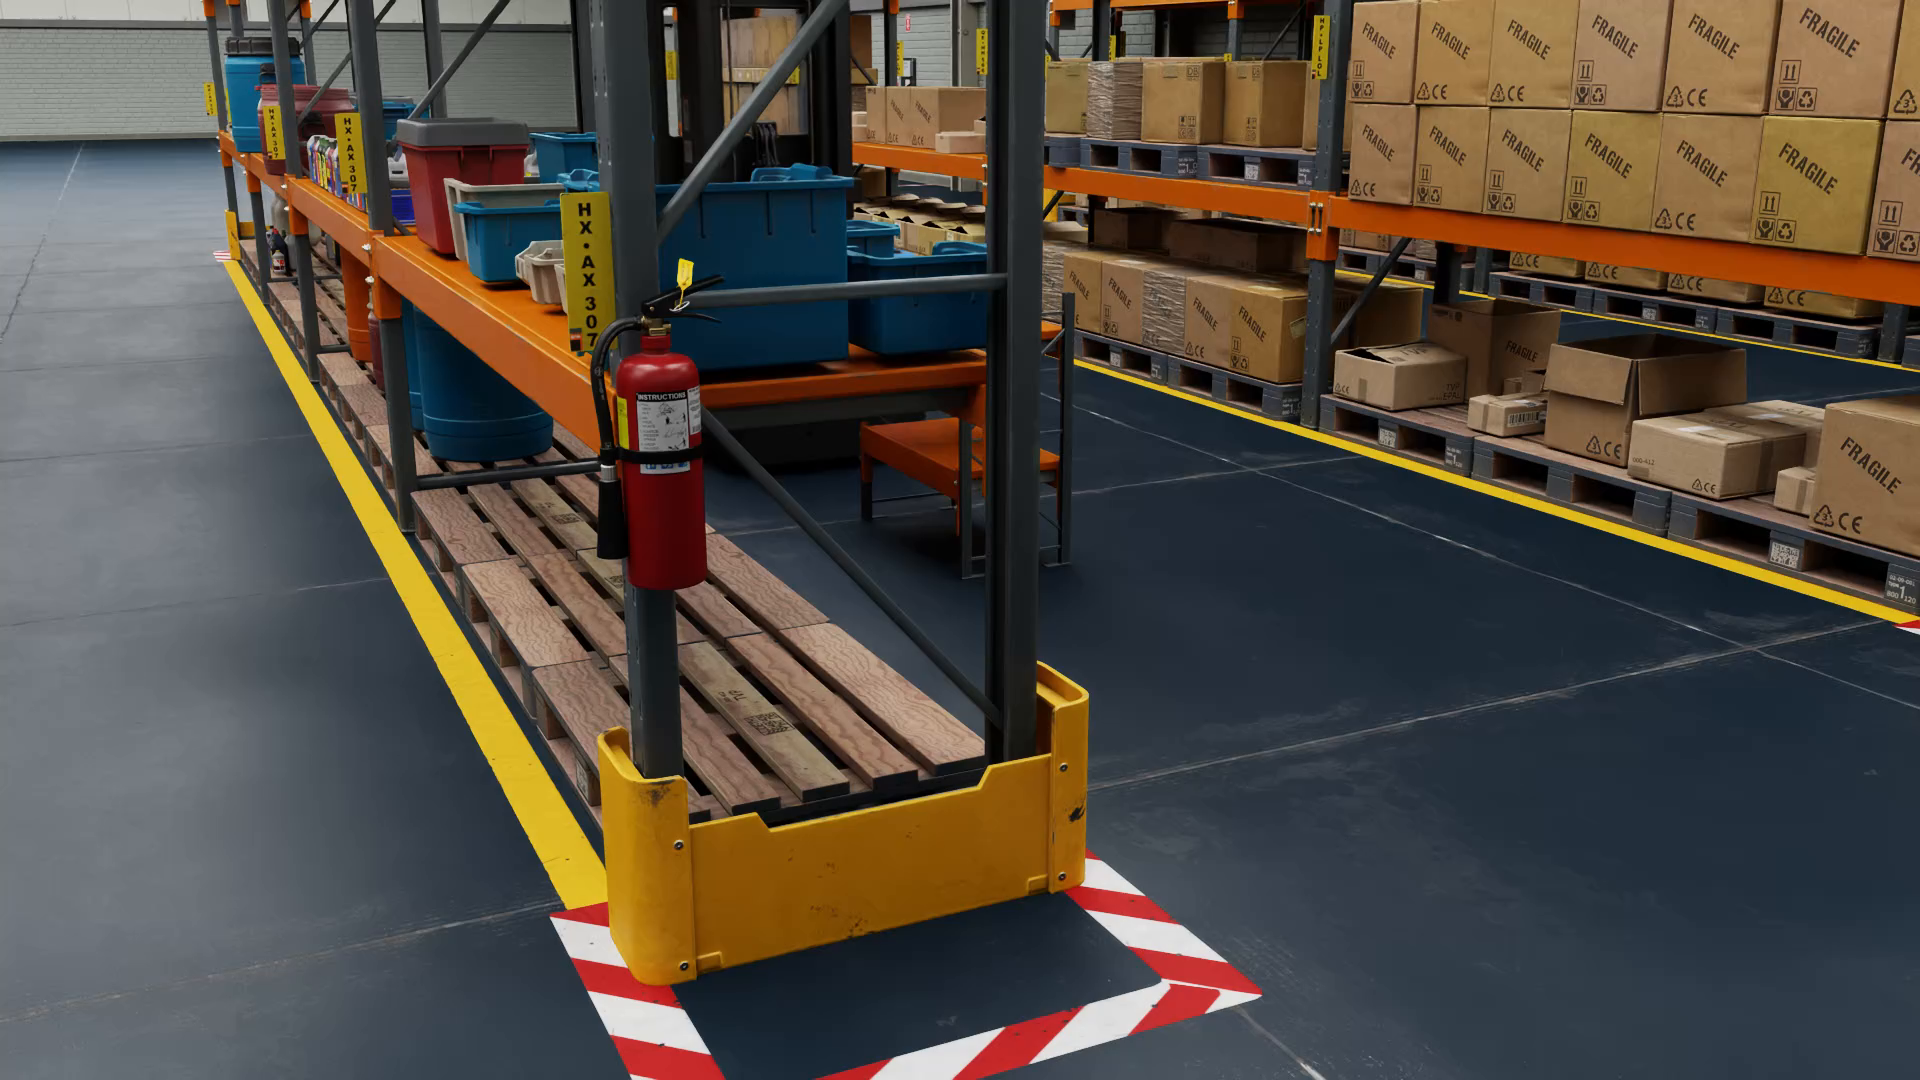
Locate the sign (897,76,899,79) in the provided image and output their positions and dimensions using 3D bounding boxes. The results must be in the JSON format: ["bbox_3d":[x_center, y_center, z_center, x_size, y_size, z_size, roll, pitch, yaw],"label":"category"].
[{"bbox_3d":[-1.134,-8.167,29.248,0.001,0.109,0.331,-8,18,-25],"label":"sign"}]

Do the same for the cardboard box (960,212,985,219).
[{"bbox_3d":[0.243,-2.700,14.428,0.500,0.311,0.500,-8,18,-26],"label":"cardboard box"}]

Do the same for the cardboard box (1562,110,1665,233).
[{"bbox_3d":[3.066,-1.649,7.377,0.500,0.500,0.500,-8,18,-26],"label":"cardboard box"}]

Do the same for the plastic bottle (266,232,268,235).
[{"bbox_3d":[-6.374,-2.719,15.426,0.152,0.276,0.135,-7,18,-24],"label":"plastic bottle"}]

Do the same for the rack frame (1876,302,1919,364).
[{"bbox_3d":[6.871,-2.736,11.349,1.000,3.000,0.127,-8,18,-25],"label":"rack frame"}]

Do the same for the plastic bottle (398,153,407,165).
[{"bbox_3d":[-2.602,-1.721,7.901,0.144,0.351,0.185,-8,18,-25],"label":"plastic bottle"}]

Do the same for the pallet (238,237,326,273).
[{"bbox_3d":[-6.865,-2.959,17.180,1.003,0.211,1.213,-8,18,-25],"label":"pallet"}]

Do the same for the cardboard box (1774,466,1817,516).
[{"bbox_3d":[3.616,-0.211,6.887,0.380,0.166,0.250,-8,18,-25],"label":"cardboard box"}]

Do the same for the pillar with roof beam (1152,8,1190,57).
[{"bbox_3d":[-1.172,-8.006,18.836,9.100,9.000,0.400,-8,18,-25],"label":"pillar with roof beam"}]

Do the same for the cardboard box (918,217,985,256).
[{"bbox_3d":[-0.017,-2.507,13.755,0.500,0.311,0.500,-8,18,-26],"label":"cardboard box"}]

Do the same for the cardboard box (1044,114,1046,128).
[{"bbox_3d":[0.547,-3.181,13.061,0.500,0.311,0.500,-6,17,-21],"label":"cardboard box"}]

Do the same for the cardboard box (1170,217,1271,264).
[{"bbox_3d":[1.768,-2.029,11.258,0.500,0.250,0.500,-8,18,-26],"label":"cardboard box"}]

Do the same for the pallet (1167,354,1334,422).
[{"bbox_3d":[2.029,-0.994,10.331,1.003,0.211,1.213,-8,18,-25],"label":"pallet"}]

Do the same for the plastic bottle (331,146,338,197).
[{"bbox_3d":[-3.356,-2.005,9.031,0.097,0.271,0.097,0,16,0],"label":"plastic bottle"}]

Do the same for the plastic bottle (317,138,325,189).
[{"bbox_3d":[-3.668,-2.175,9.604,0.061,0.283,0.133,-8,18,-25],"label":"plastic bottle"}]

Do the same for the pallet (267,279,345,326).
[{"bbox_3d":[-5.160,-1.993,13.812,1.003,0.211,1.213,-8,18,-25],"label":"pallet"}]

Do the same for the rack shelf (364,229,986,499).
[{"bbox_3d":[-1.159,-0.698,5.548,1.077,0.370,4.000,-8,18,-25],"label":"rack shelf"}]

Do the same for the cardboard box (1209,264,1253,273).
[{"bbox_3d":[1.971,-1.552,10.955,0.500,0.500,0.500,-7,18,-24],"label":"cardboard box"}]

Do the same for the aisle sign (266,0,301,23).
[{"bbox_3d":[-7.056,-5.818,17.374,0.394,0.787,0.004,-8,18,-25],"label":"aisle sign"}]

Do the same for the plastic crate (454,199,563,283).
[{"bbox_3d":[-1.412,-0.974,5.402,0.416,0.233,0.300,-8,18,-25],"label":"plastic crate"}]

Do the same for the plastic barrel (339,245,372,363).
[{"bbox_3d":[-3.557,-1.571,10.459,0.600,0.830,0.708,-8,18,-25],"label":"plastic barrel"}]

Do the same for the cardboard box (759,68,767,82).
[{"bbox_3d":[-1.841,-4.775,17.093,0.380,0.149,0.250,-8,18,-25],"label":"cardboard box"}]

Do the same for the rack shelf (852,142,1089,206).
[{"bbox_3d":[-0.209,-3.279,14.543,1.077,0.370,4.000,-8,18,-25],"label":"rack shelf"}]

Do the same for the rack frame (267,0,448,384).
[{"bbox_3d":[-3.787,-2.531,10.633,1.000,3.000,0.127,-8,18,-25],"label":"rack frame"}]

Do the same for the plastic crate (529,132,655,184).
[{"bbox_3d":[-1.524,-1.486,6.911,0.392,0.384,0.575,-8,18,-25],"label":"plastic crate"}]

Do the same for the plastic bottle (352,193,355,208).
[{"bbox_3d":[-3.013,-1.777,8.365,0.097,0.201,0.097,0,16,0],"label":"plastic bottle"}]

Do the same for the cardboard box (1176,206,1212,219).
[{"bbox_3d":[2.876,-3.983,19.425,0.500,0.500,0.500,-9,18,-29],"label":"cardboard box"}]

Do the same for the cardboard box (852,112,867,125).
[{"bbox_3d":[-0.830,-3.932,15.785,0.500,0.250,0.500,-6,17,-21],"label":"cardboard box"}]

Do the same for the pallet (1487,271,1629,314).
[{"bbox_3d":[5.396,-2.183,14.476,1.003,0.211,1.213,-8,18,-25],"label":"pallet"}]

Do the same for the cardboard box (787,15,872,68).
[{"bbox_3d":[-1.285,-4.902,16.360,0.700,0.500,0.500,-8,18,-25],"label":"cardboard box"}]

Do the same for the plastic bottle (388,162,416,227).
[{"bbox_3d":[-2.498,-1.538,7.398,0.152,0.276,0.135,-8,18,-25],"label":"plastic bottle"}]

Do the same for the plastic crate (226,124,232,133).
[{"bbox_3d":[-7.189,-4.127,16.673,0.298,0.136,0.250,-8,18,-25],"label":"plastic crate"}]

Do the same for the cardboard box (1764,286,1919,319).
[{"bbox_3d":[6.469,-2.051,12.094,0.750,0.750,0.750,-7,18,-24],"label":"cardboard box"}]

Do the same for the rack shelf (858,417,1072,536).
[{"bbox_3d":[0.003,-0.304,7.157,0.538,0.278,1.000,-8,18,-25],"label":"rack shelf"}]

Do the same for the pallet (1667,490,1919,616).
[{"bbox_3d":[3.789,-0.021,6.942,1.003,0.211,1.213,-8,18,-25],"label":"pallet"}]

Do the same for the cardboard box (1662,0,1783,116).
[{"bbox_3d":[3.276,-2.004,6.802,0.500,0.500,0.500,-7,17,-23],"label":"cardboard box"}]

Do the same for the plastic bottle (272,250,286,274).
[{"bbox_3d":[-5.978,-2.442,14.597,0.097,0.201,0.097,0,16,0],"label":"plastic bottle"}]

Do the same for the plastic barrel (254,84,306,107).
[{"bbox_3d":[-5.317,-3.325,13.151,0.433,0.535,0.433,0,16,0],"label":"plastic barrel"}]

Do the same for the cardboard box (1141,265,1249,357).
[{"bbox_3d":[1.518,-1.483,10.713,0.500,0.500,0.500,-7,18,-24],"label":"cardboard box"}]

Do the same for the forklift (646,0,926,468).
[{"bbox_3d":[-1.242,-2.136,9.380,1.130,2.935,3.031,-7,17,-23],"label":"forklift"}]

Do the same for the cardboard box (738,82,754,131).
[{"bbox_3d":[-1.964,-4.660,17.869,0.700,0.500,0.500,-7,17,-23],"label":"cardboard box"}]

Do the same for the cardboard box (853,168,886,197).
[{"bbox_3d":[-1.007,-3.514,16.922,0.500,0.500,0.500,-8,18,-25],"label":"cardboard box"}]

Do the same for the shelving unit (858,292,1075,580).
[{"bbox_3d":[0.003,-0.539,7.090,0.538,1.125,1.048,-8,18,-25],"label":"shelving unit"}]

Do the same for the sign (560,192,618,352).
[{"bbox_3d":[-0.770,-0.555,3.452,0.100,0.325,0.005,-8,18,-25],"label":"sign"}]

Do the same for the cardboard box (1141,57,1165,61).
[{"bbox_3d":[2.446,-5.347,19.322,0.500,0.500,0.500,-8,18,-26],"label":"cardboard box"}]

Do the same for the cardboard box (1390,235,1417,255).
[{"bbox_3d":[4.635,-3.052,16.183,0.700,0.500,0.500,-8,18,-25],"label":"cardboard box"}]

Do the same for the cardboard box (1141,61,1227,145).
[{"bbox_3d":[1.590,-2.817,10.688,0.700,0.500,0.500,-13,21,-39],"label":"cardboard box"}]

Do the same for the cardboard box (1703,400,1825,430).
[{"bbox_3d":[3.751,-0.452,7.575,0.500,0.250,0.500,-8,18,-25],"label":"cardboard box"}]

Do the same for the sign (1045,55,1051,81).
[{"bbox_3d":[1.126,-6.062,21.369,0.100,0.325,0.005,-8,18,-25],"label":"sign"}]
